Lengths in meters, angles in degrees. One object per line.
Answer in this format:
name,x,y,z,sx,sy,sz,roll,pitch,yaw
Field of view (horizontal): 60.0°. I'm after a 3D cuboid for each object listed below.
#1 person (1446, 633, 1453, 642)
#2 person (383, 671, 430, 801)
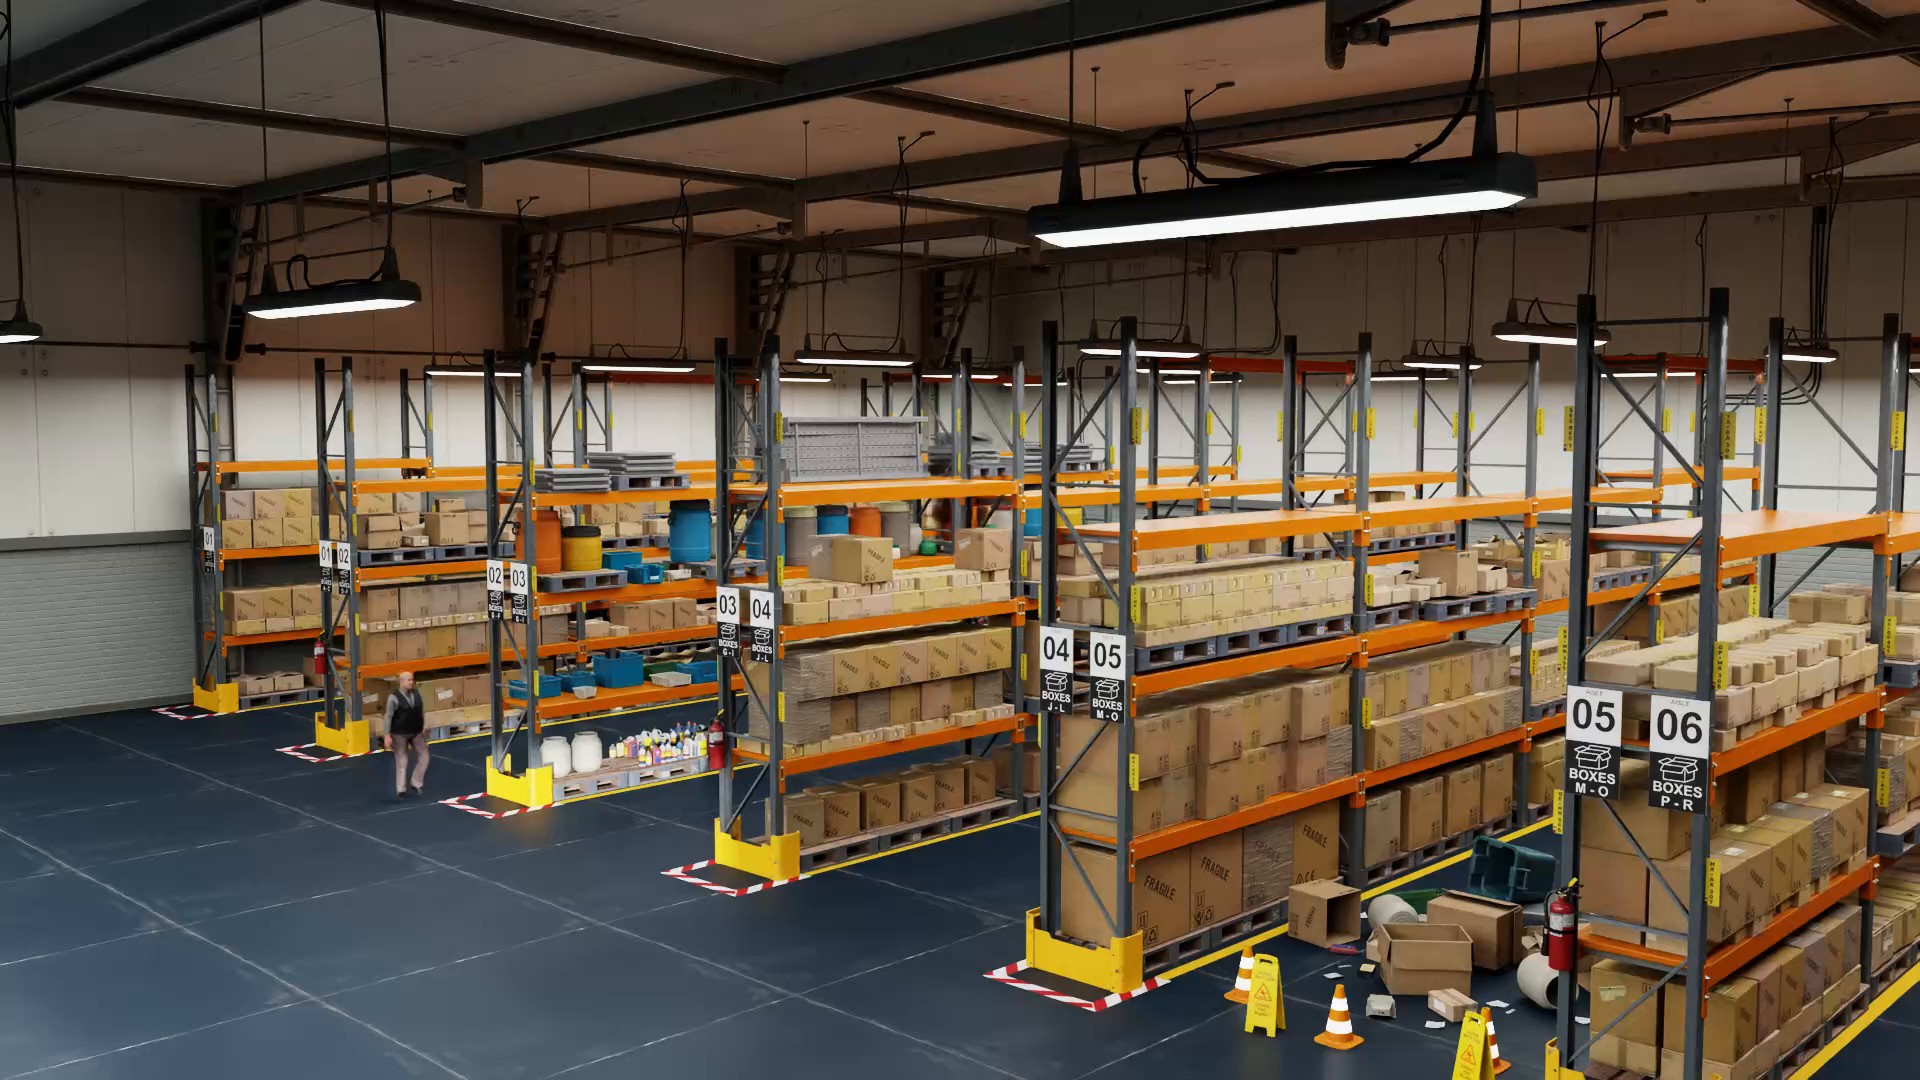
person,8.210,2.239,27.682,0.448,1.650,0.982,4,6,43
person,-7.437,2.628,22.276,0.386,1.756,0.651,4,6,42
